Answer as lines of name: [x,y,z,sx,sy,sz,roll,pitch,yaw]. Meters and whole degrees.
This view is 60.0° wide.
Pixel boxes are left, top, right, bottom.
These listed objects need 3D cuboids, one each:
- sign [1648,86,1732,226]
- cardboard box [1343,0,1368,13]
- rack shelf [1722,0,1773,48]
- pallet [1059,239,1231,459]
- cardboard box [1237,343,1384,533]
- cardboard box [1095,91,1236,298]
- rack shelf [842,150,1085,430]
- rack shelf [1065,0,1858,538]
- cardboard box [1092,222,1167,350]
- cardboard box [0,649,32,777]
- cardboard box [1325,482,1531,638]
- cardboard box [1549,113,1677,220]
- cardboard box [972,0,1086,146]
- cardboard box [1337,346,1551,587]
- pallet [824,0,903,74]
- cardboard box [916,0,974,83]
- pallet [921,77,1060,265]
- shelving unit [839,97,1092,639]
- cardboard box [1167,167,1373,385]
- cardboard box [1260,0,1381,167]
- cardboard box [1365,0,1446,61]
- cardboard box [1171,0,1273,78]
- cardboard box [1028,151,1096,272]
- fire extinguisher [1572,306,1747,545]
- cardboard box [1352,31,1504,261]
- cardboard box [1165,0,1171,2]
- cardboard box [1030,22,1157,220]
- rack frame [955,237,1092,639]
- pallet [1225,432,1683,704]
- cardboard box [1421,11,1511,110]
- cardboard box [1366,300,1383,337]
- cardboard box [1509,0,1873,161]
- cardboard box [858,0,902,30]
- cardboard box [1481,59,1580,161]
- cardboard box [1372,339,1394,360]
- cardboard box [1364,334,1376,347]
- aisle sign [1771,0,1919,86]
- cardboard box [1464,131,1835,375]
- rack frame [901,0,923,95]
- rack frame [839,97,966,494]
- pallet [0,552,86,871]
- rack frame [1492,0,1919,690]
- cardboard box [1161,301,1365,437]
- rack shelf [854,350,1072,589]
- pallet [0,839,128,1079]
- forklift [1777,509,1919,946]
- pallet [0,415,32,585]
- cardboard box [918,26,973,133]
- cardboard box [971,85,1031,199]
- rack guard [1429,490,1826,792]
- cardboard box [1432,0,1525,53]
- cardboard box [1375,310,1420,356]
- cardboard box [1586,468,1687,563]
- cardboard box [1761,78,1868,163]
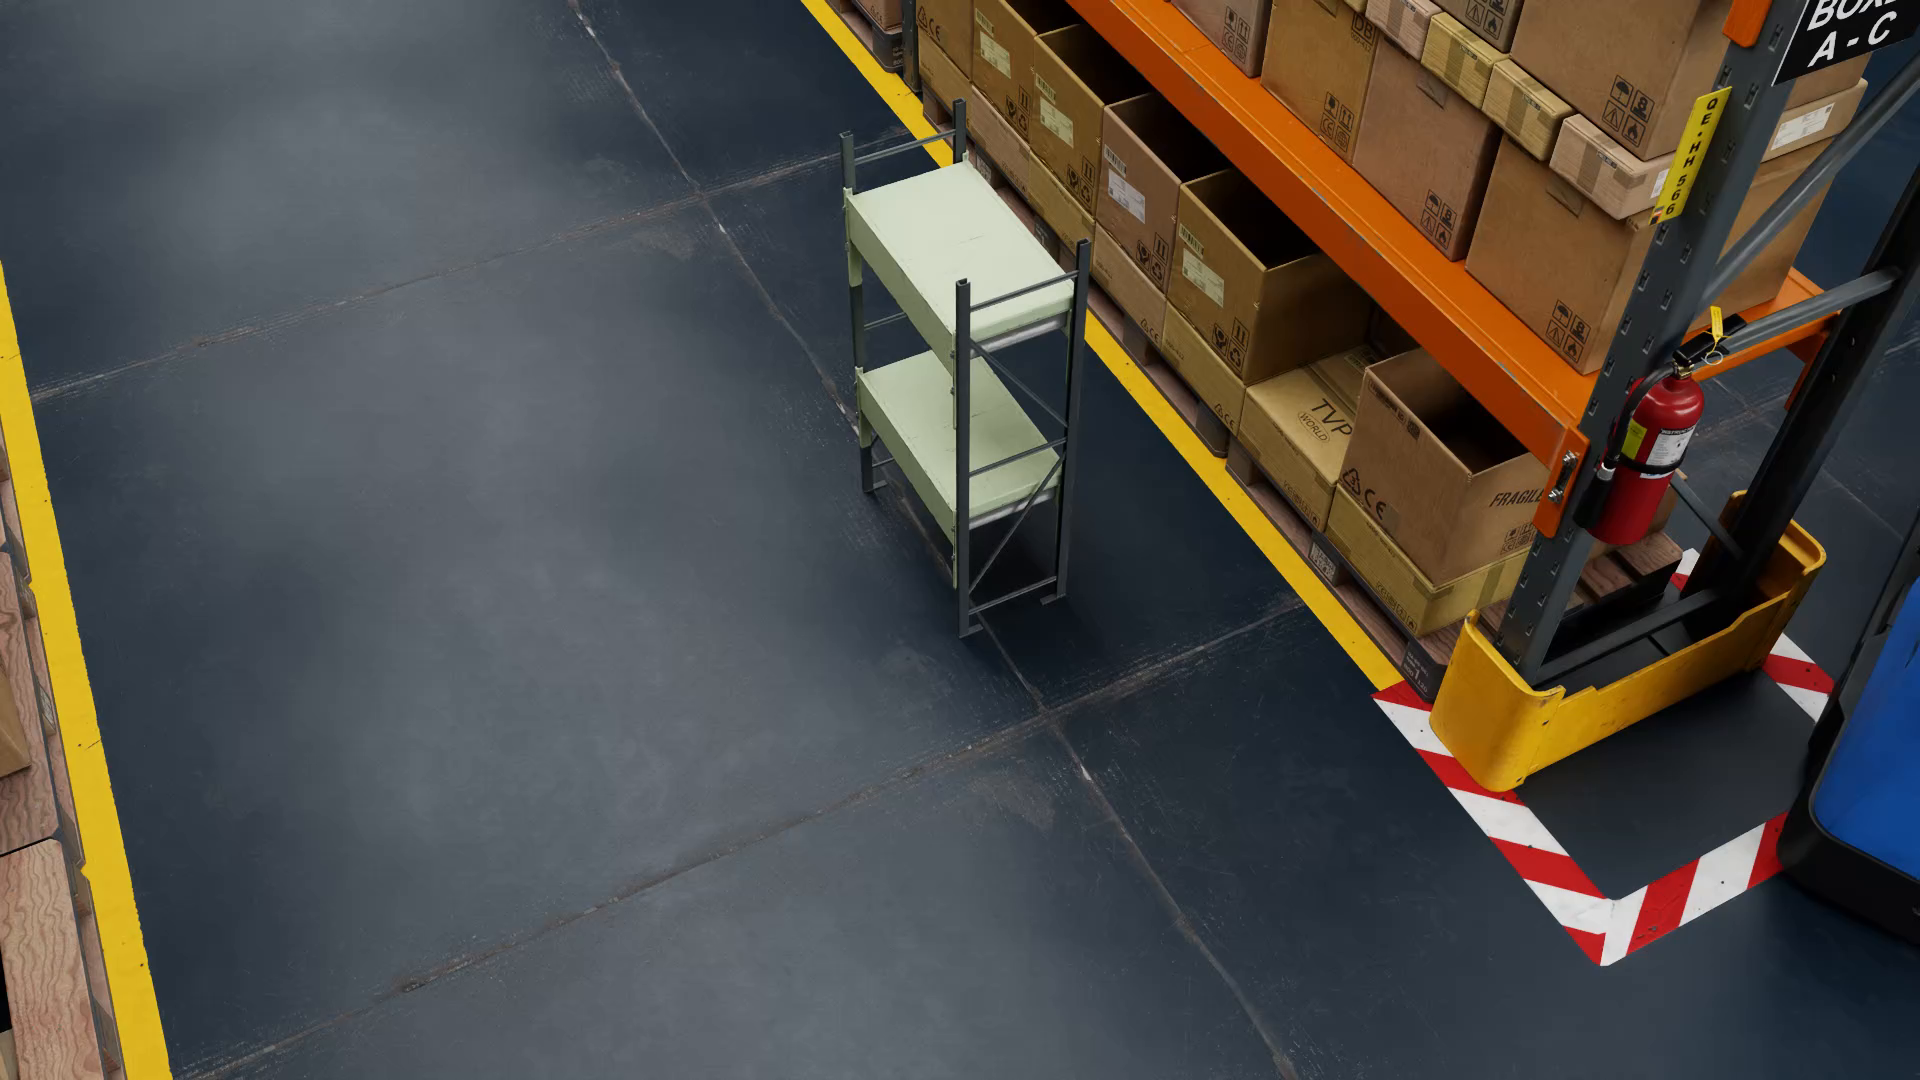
sign: [1.555,-0.814,3.542,0.100,0.325,0.005,-21,52,-18]
cardboard box: [1.228,-1.659,4.711,0.380,0.149,0.250,-20,52,-16]
rack shelf: [1.129,-2.621,4.535,1.077,0.370,4.000,-21,52,-18]
pallet: [1.102,-0.927,6.420,1.003,0.211,1.213,-21,52,-18]
cardboard box: [1.296,-0.353,5.614,0.500,0.250,0.500,-21,52,-18]
cardboard box: [0.836,-1.268,5.916,0.500,0.500,0.500,-21,52,-18]
rack shelf: [0.003,-0.746,4.888,0.431,0.370,0.720,-21,52,-18]
rack shelf: [1.129,-1.634,5.664,1.077,0.370,4.000,-21,52,-18]
cardboard box: [0.839,-1.022,6.199,0.500,0.250,0.500,-21,52,-18]
cardboard box: [-3.148,0.471,4.714,0.700,0.500,0.500,-24,53,-20]
cardboard box: [1.536,-0.022,5.324,0.500,0.250,0.500,-21,52,-18]
cardboard box: [1.700,-0.969,4.107,0.380,0.149,0.250,-22,52,-18]
cardboard box: [0.383,-1.939,6.503,0.500,0.500,0.500,-21,52,-18]
cardboard box: [1.534,-0.268,5.042,0.500,0.500,0.500,-21,52,-18]
pallet: [-0.158,-2.771,8.033,1.003,0.211,1.213,-21,52,-18]
cardboard box: [0.147,-2.271,6.793,0.500,0.500,0.500,-21,52,-18]
pallet: [0.540,-1.745,7.136,1.003,0.211,1.213,-21,52,-18]
shelving unit: [0.003,-0.489,5.182,0.431,1.500,0.755,-21,52,-18]
cardboard box: [1.063,-0.933,5.623,0.500,0.500,0.500,-21,52,-18]
cardboard box: [1.375,-1.566,5.060,0.700,0.500,0.500,-21,52,-17]
cardboard box: [1.348,-1.484,4.557,0.380,0.149,0.250,-21,52,-17]
cardboard box: [1.131,-1.917,5.368,0.700,0.500,0.500,-20,52,-16]
cardboard box: [0.605,-1.355,6.490,0.500,0.250,0.500,-21,52,-18]
fire extinguisher: [1.685,-0.268,4.043,0.296,0.674,0.183,-21,52,-18]
cardboard box: [1.597,-1.232,4.768,0.700,0.500,0.500,-20,52,-17]
cardboard box: [0.895,-2.259,5.667,0.700,0.500,0.500,-20,52,-17]
cardboard box: [0.605,-1.602,6.208,0.500,0.500,0.500,-21,52,-18]
rack frame: [0.171,-0.244,4.967,0.400,1.500,0.023,-21,52,-18]
pallet: [1.657,-0.112,5.707,1.003,0.211,1.213,-21,52,-18]
cardboard box: [1.461,-1.314,4.410,0.380,0.149,0.250,-22,52,-18]
cardboard box: [1.525,-1.112,5.779,0.500,0.500,0.500,-21,52,-18]
cardboard box: [1.817,-1.344,4.005,0.700,0.500,0.500,-21,52,-17]
cardboard box: [-0.234,-2.620,7.596,0.500,0.250,0.500,-22,52,-18]
cardboard box: [1.579,-1.143,4.260,0.380,0.149,0.250,-20,52,-17]
cardboard box: [1.764,-0.534,5.772,0.500,0.250,0.500,-21,52,-18]
cardboard box: [1.536,-0.869,6.065,0.500,0.250,0.500,-21,52,-18]
aisle sign: [1.813,-1.243,3.117,0.394,0.787,0.004,-21,52,-18]
cardboard box: [1.842,-0.882,4.462,0.700,0.500,0.500,-21,52,-18]
rack frame: [0.213,-3.209,6.564,1.000,3.000,0.127,-21,52,-18]
rack frame: [-0.164,-0.734,5.396,0.400,1.500,0.023,-21,52,-18]
pallet: [-3.288,0.672,5.022,1.003,0.211,1.213,-21,52,-18]
rack frame: [2.044,-0.532,4.223,1.000,3.000,0.127,-21,52,-18]
cardboard box: [1.066,-0.687,5.906,0.500,0.250,0.500,-21,52,-18]
rack shelf: [0.003,-0.275,5.427,0.431,0.370,0.720,-21,52,-18]
pallet: [-2.734,1.488,4.308,1.003,0.211,1.213,-21,52,-18]
forklift: [3.657,-0.659,4.379,1.130,2.935,3.031,29,55,23]
pallet: [-3.851,-0.145,5.737,1.003,0.211,1.213,-21,52,-18]
cardboard box: [0.156,-2.027,7.078,0.500,0.250,0.500,-21,52,-18]
cardboard box: [0.380,-1.691,6.784,0.500,0.250,0.500,-21,52,-18]
rack guard: [2.055,0.307,5.149,1.175,0.500,0.348,-21,52,-18]
cardboard box: [1.572,-1.695,4.311,0.700,0.500,0.500,-22,53,-18]
cardboard box: [1.766,-0.782,5.490,0.500,0.500,0.500,-21,52,-18]
cardboard box: [1.996,-0.201,5.480,0.500,0.250,0.500,-21,52,-18]
cardboard box: [2.056,-1.115,4.235,0.380,0.149,0.250,-22,52,-18]
